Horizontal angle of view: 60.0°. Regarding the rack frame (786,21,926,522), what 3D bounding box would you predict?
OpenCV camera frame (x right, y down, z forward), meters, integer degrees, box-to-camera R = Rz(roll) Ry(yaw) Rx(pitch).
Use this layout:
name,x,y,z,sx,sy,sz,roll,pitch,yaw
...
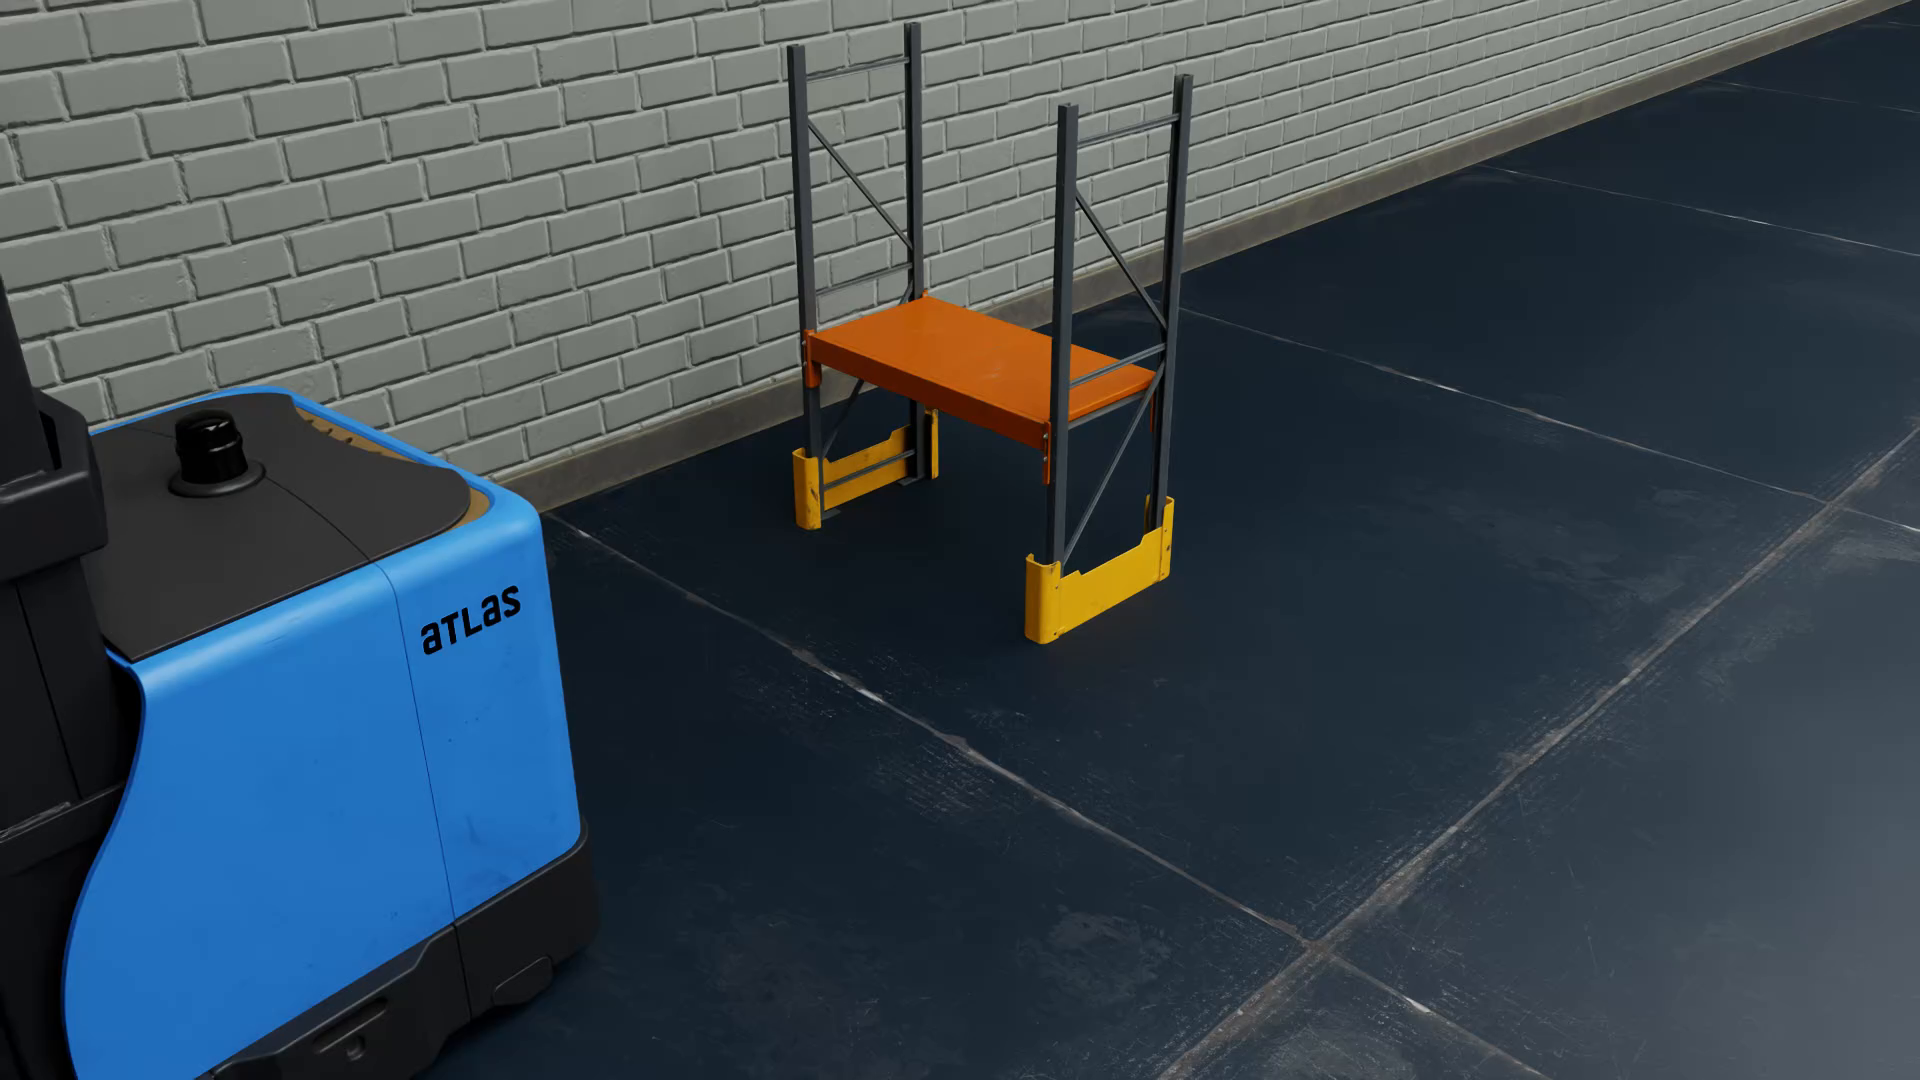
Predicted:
name,x,y,z,sx,sy,sz,roll,pitch,yaw
rack frame,-0.302,-0.802,5.163,0.032,1.500,0.500,25,36,38

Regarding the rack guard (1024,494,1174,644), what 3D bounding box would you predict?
name,x,y,z,sx,sy,sz,roll,pitch,yaw
rack guard,0.409,0.077,4.835,0.087,0.250,0.587,25,36,38

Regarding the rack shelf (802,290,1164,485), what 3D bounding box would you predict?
name,x,y,z,sx,sy,sz,roll,pitch,yaw
rack shelf,0.061,-0.477,4.932,1.000,0.185,0.538,25,36,38

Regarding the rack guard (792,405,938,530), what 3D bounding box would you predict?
name,x,y,z,sx,sy,sz,roll,pitch,yaw
rack guard,-0.301,-0.248,5.454,0.087,0.250,0.587,25,36,38

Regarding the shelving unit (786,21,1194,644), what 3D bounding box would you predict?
name,x,y,z,sx,sy,sz,roll,pitch,yaw
shelving unit,0.054,-0.639,4.854,1.083,1.500,0.587,25,36,38

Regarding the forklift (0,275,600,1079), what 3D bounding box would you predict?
name,x,y,z,sx,sy,sz,roll,pitch,yaw
forklift,-2.094,-0.033,2.163,1.130,2.935,3.031,21,34,34

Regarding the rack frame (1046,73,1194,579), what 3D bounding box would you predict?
name,x,y,z,sx,sy,sz,roll,pitch,yaw
rack frame,0.423,-0.470,4.533,0.032,1.500,0.500,25,36,38
